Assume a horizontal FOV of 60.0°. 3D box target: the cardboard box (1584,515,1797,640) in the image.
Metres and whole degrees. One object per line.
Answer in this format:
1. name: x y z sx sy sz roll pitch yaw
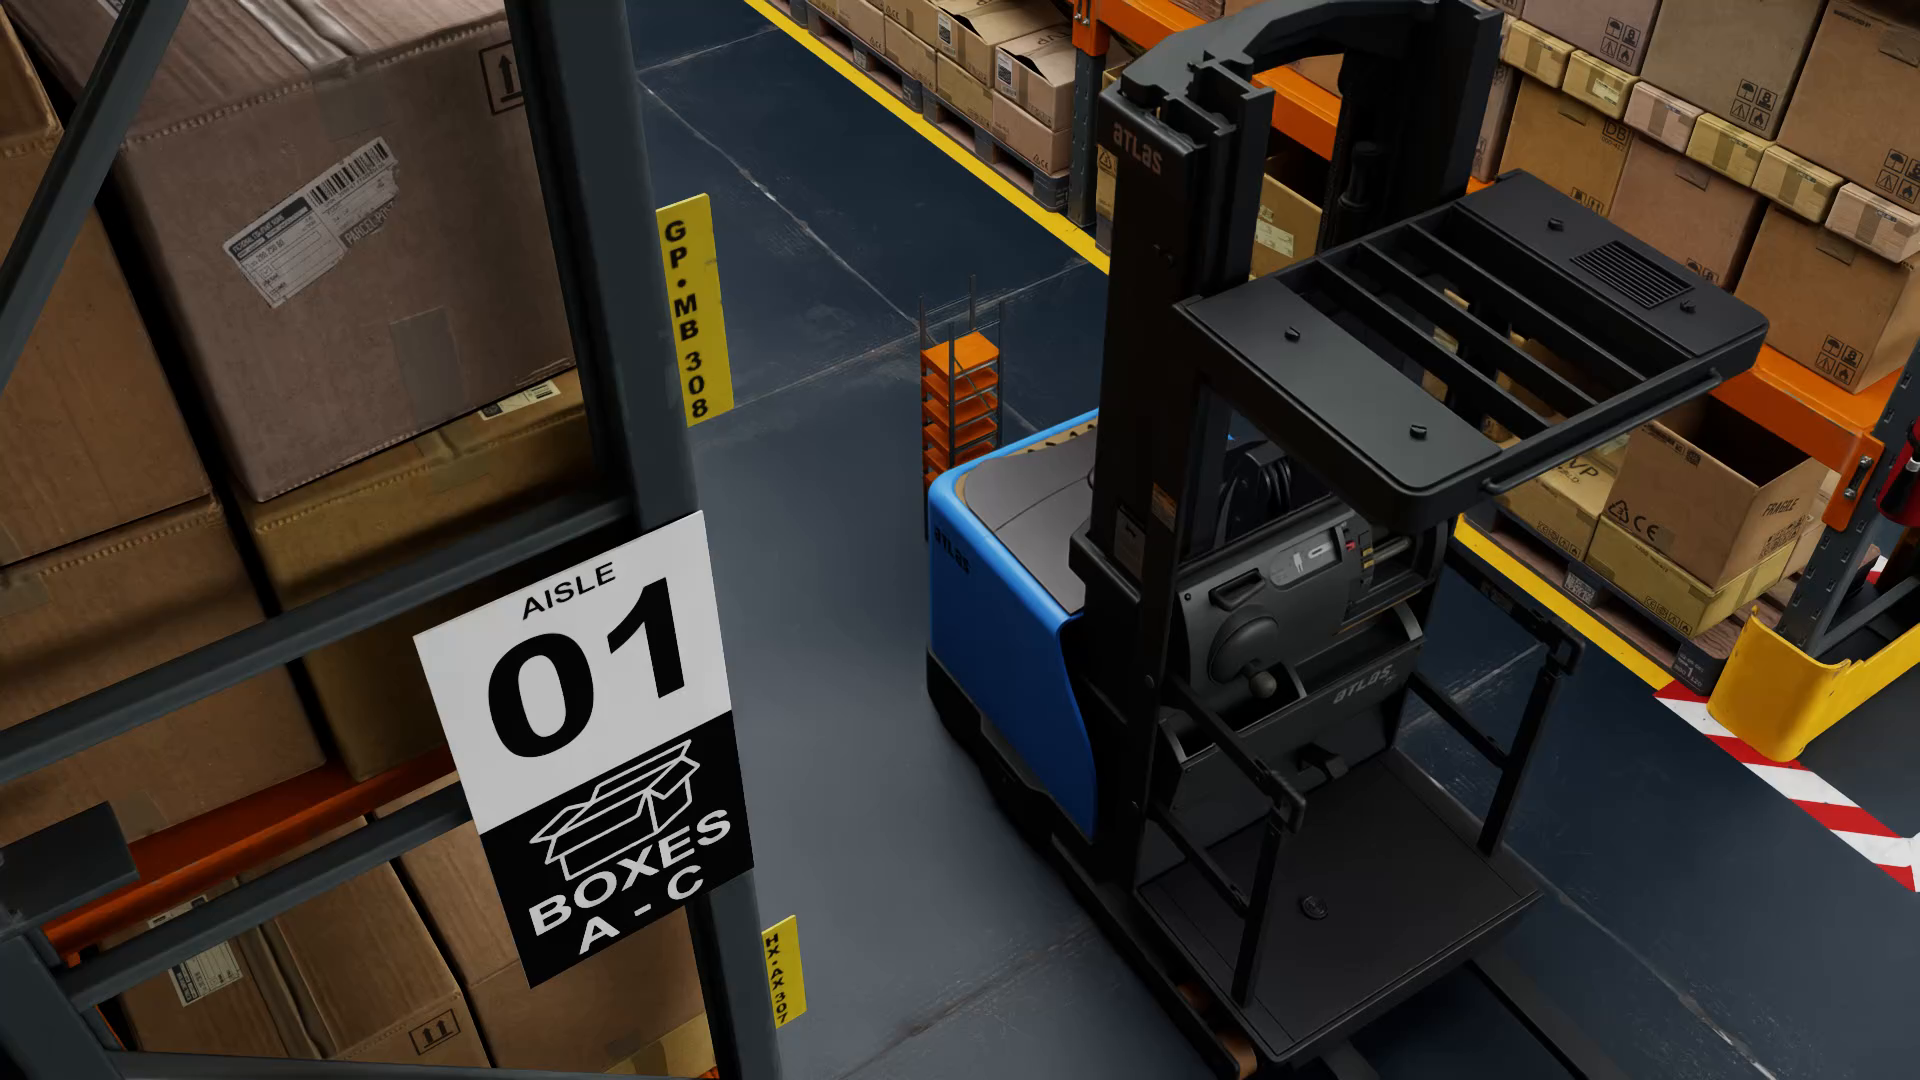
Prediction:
1. cardboard box: 2.728 0.039 6.224 0.500 0.250 0.500 -26 49 -24

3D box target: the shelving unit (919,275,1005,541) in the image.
1. shelving unit: 0.008 -0.426 6.327 0.258 1.200 0.189 -26 49 -24

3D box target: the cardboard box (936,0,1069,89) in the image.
1. cardboard box: 0.219 -2.650 8.635 0.500 0.311 0.500 -24 49 -23

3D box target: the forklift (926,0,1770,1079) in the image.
1. forklift: 1.092 0.198 4.420 1.130 2.935 3.031 -24 48 -23

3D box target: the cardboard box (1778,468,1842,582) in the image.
1. cardboard box: 3.152 -0.165 6.438 0.500 0.250 0.500 -26 49 -24

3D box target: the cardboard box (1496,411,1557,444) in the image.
1. cardboard box: 2.144 -0.522 6.811 0.500 0.250 0.500 -26 49 -24

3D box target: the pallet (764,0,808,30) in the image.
1. pallet: -0.861 -3.657 10.428 1.003 0.211 1.213 -26 49 -24

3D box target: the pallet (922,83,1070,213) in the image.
1. pallet: 0.535 -2.275 8.980 1.003 0.211 1.213 -26 49 -24

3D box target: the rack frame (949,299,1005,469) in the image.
1. rack frame: 0.061 -0.374 6.273 0.240 1.200 0.006 -26 49 -24

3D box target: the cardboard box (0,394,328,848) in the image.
1. cardboard box: -1.231 0.078 2.237 0.500 0.500 0.500 -22 48 -22

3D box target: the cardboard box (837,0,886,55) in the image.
1. cardboard box: -0.358 -3.025 9.434 0.500 0.250 0.500 -25 49 -24

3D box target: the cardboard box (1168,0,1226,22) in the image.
1. cardboard box: 1.247 -2.669 7.301 0.700 0.500 0.500 -27 50 -25

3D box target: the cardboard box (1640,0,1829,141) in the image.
1. cardboard box: 2.684 -1.717 5.364 0.700 0.500 0.500 -27 50 -25

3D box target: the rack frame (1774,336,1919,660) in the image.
1. rack frame: 3.277 -0.616 5.223 1.000 3.000 0.127 -26 49 -24

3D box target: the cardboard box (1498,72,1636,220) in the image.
1. cardboard box: 2.436 -1.501 6.078 0.700 0.500 0.500 -25 49 -24

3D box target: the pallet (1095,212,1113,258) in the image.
1. pallet: 1.409 -1.406 8.070 1.003 0.211 1.213 -26 49 -24

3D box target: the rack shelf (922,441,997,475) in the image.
1. rack shelf: 0.008 -0.307 6.441 0.258 0.103 0.180 -26 49 -24

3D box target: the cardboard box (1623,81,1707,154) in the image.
1. cardboard box: 2.462 -1.464 5.569 0.380 0.149 0.250 -25 49 -24

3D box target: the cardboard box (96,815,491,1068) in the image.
1. cardboard box: -1.228 0.935 3.149 0.500 0.500 0.500 -26 50 -25

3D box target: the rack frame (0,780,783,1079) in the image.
1. rack frame: -0.784 1.342 3.171 1.000 3.000 0.127 -26 49 -24

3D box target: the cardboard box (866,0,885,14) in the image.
1. cardboard box: -0.349 -3.220 9.232 0.500 0.311 0.500 -26 50 -25

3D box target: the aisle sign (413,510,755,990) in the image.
1. aisle sign: -0.497 0.324 2.355 0.394 0.787 0.004 -26 49 -24

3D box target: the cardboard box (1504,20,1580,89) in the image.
1. cardboard box: 2.160 -1.761 5.880 0.380 0.149 0.250 -24 49 -23

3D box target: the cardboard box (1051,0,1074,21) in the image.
1. cardboard box: 0.674 -2.860 8.855 0.500 0.311 0.500 -26 50 -25

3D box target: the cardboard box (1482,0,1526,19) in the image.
1. cardboard box: 2.109 -2.286 5.960 0.700 0.500 0.500 -26 49 -24

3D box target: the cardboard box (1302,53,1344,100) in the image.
1. cardboard box: 1.838 -2.087 6.692 0.700 0.500 0.500 -25 49 -24

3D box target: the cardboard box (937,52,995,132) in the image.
1. cardboard box: 0.225 -2.447 8.828 0.500 0.250 0.500 -26 50 -25

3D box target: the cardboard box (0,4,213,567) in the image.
1. cardboard box: -1.245 -0.288 1.897 0.500 0.500 0.500 -24 48 -23

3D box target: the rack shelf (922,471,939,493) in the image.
1. rack shelf: 0.008 -0.220 6.524 0.258 0.103 0.180 -26 49 -24

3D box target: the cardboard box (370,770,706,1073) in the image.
1. cardboard box: -0.811 0.729 3.365 0.500 0.500 0.500 -26 49 -24

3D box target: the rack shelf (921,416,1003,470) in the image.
1. rack shelf: 0.008 -0.394 6.358 0.258 0.103 0.180 -26 49 -24

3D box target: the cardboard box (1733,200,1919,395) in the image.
1. cardboard box: 3.020 -0.922 5.471 0.700 0.500 0.500 -26 49 -24

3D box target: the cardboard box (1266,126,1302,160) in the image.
1. cardboard box: 1.289 -1.644 7.444 0.500 0.500 0.500 -26 49 -24

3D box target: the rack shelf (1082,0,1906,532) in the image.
1. rack shelf: 2.133 -1.489 6.658 1.077 0.370 4.000 -26 49 -24

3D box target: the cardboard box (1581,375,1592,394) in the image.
1. cardboard box: 2.568 -0.997 6.766 0.500 0.500 0.500 -26 49 -24

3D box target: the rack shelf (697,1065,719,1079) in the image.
1. rack shelf: -1.928 0.470 4.606 1.077 0.370 4.000 -26 49 -24

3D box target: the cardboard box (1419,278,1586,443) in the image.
1. cardboard box: 2.142 -0.792 6.551 0.500 0.500 0.500 -26 49 -24

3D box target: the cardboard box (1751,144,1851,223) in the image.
1. cardboard box: 2.751 -1.176 5.268 0.380 0.149 0.250 -25 49 -23

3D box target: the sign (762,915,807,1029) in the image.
1. sign: -0.339 0.815 3.097 0.100 0.325 0.005 -26 49 -24

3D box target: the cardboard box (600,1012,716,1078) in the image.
1. cardboard box: -0.803 0.988 3.637 0.500 0.250 0.500 -27 50 -26

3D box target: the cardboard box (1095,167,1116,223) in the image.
1. cardboard box: 1.005 -1.657 8.000 0.500 0.250 0.500 -26 49 -24
